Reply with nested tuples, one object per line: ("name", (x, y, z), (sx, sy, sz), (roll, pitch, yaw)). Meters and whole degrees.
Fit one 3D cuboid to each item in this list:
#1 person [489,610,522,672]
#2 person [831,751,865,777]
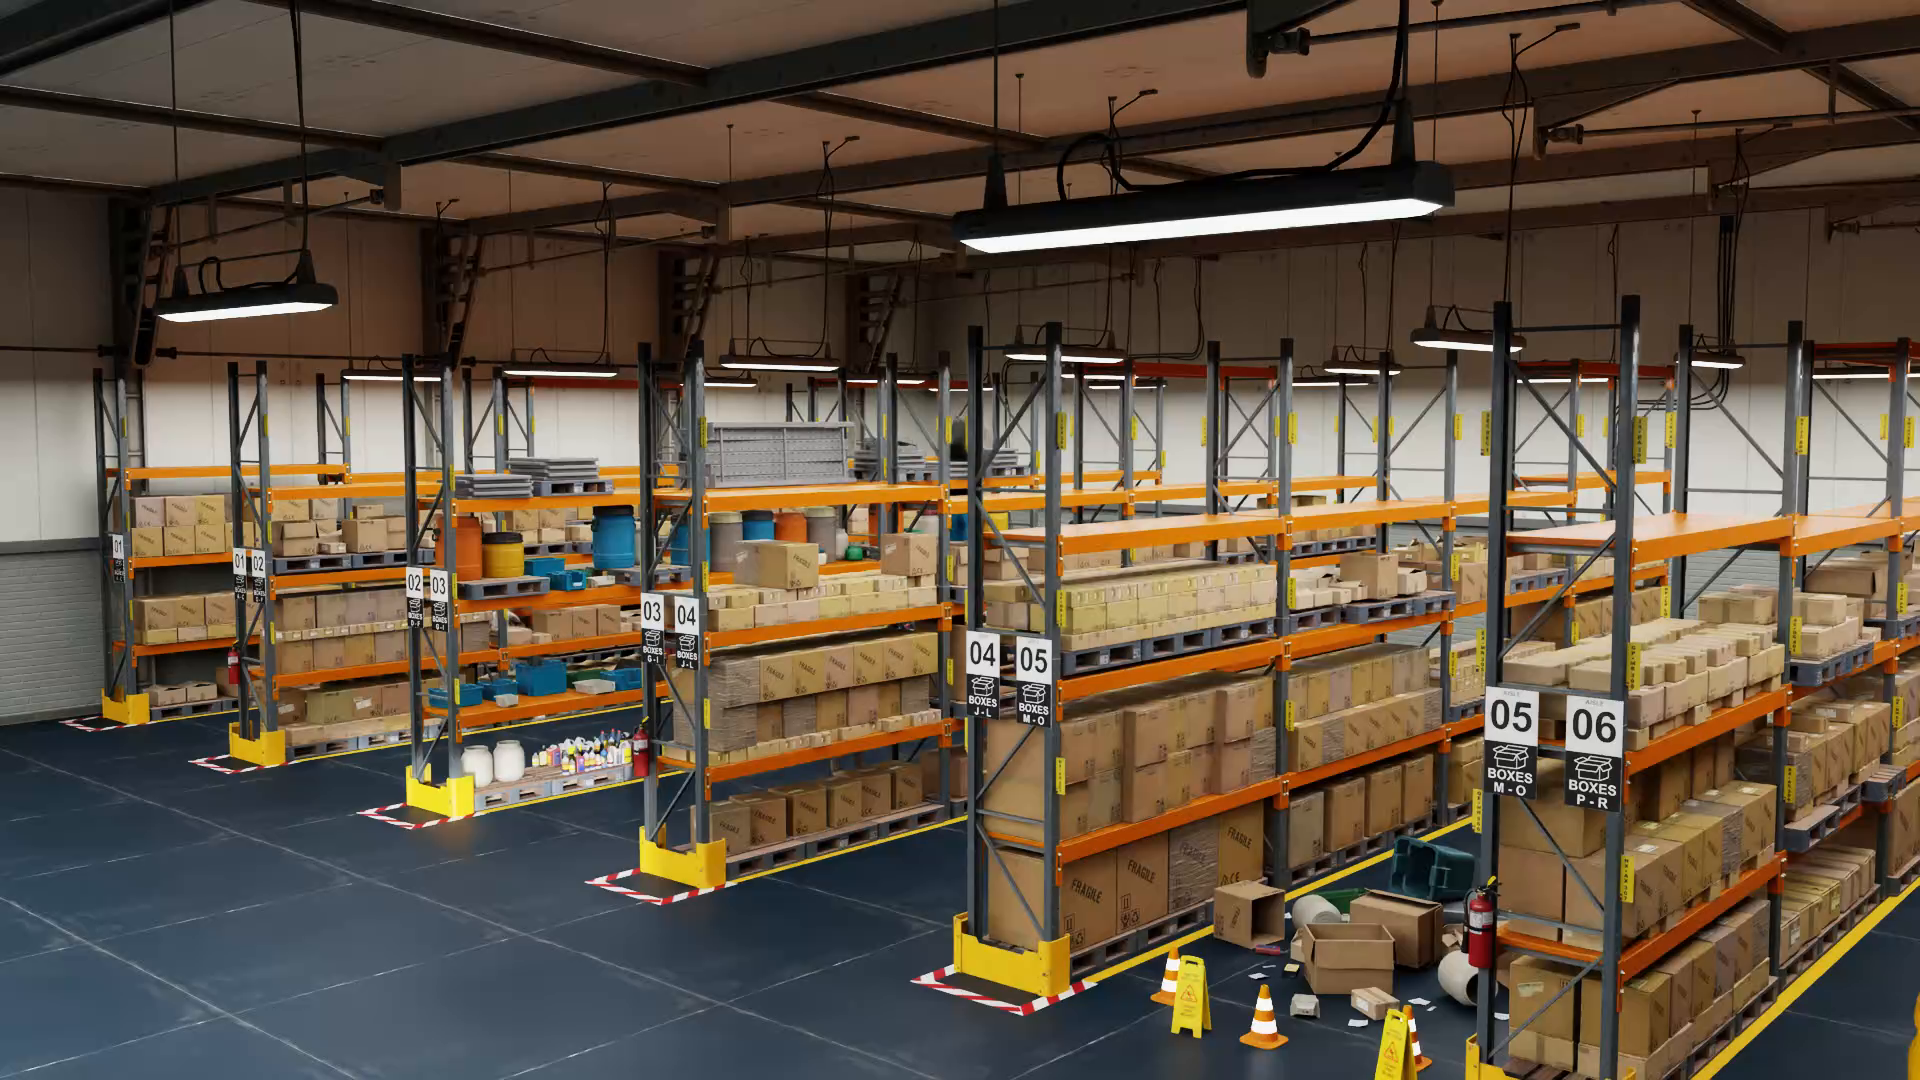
("person", (-8.647, 1.961, 31.656), (0.678, 1.755, 0.955), (1, 4, 16))
("person", (-1.634, 2.648, 23.512), (0.686, 1.702, 0.829), (0, 4, -4))
